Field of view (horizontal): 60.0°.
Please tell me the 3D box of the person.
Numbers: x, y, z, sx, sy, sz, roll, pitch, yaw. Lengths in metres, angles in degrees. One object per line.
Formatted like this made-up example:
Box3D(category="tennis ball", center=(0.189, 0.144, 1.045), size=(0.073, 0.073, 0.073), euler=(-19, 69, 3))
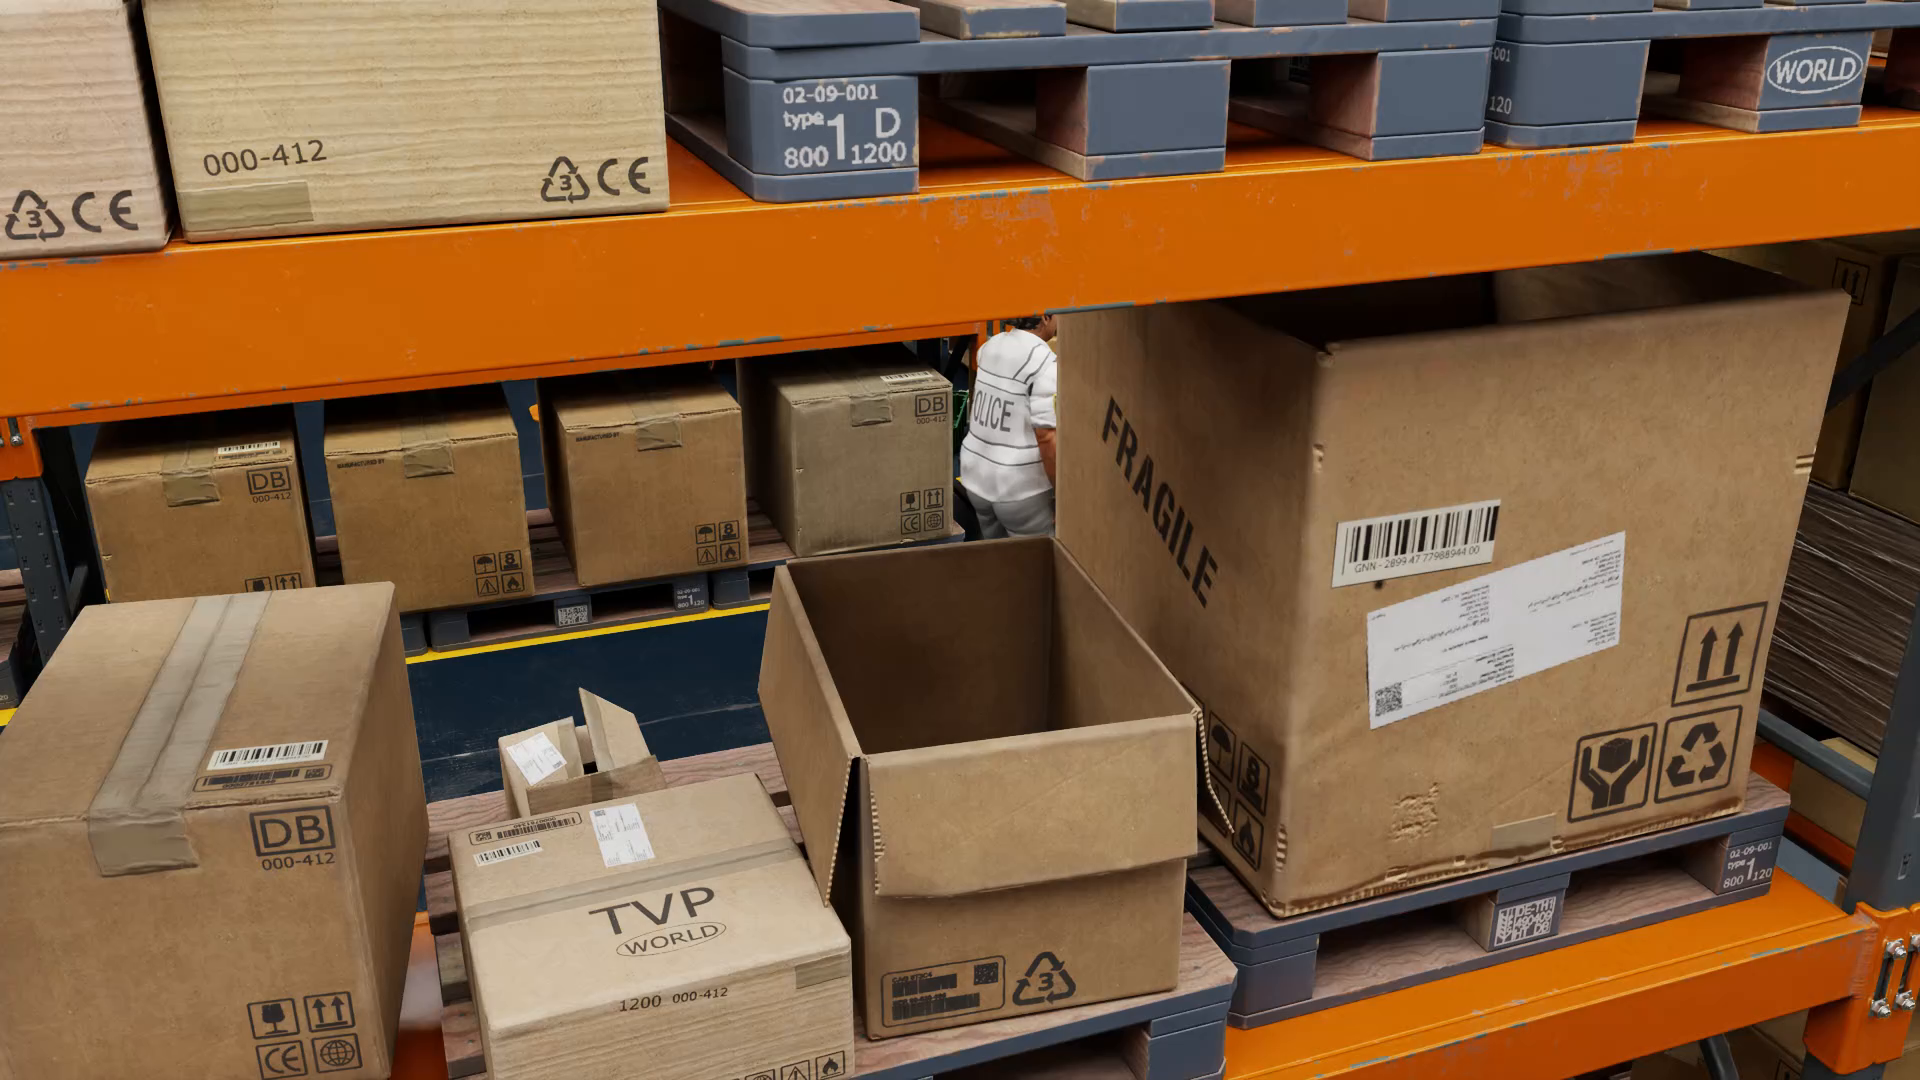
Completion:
Box3D(category="person", center=(0.267, -0.218, 6.604), size=(0.464, 1.667, 0.564), euler=(-14, 27, -31))
